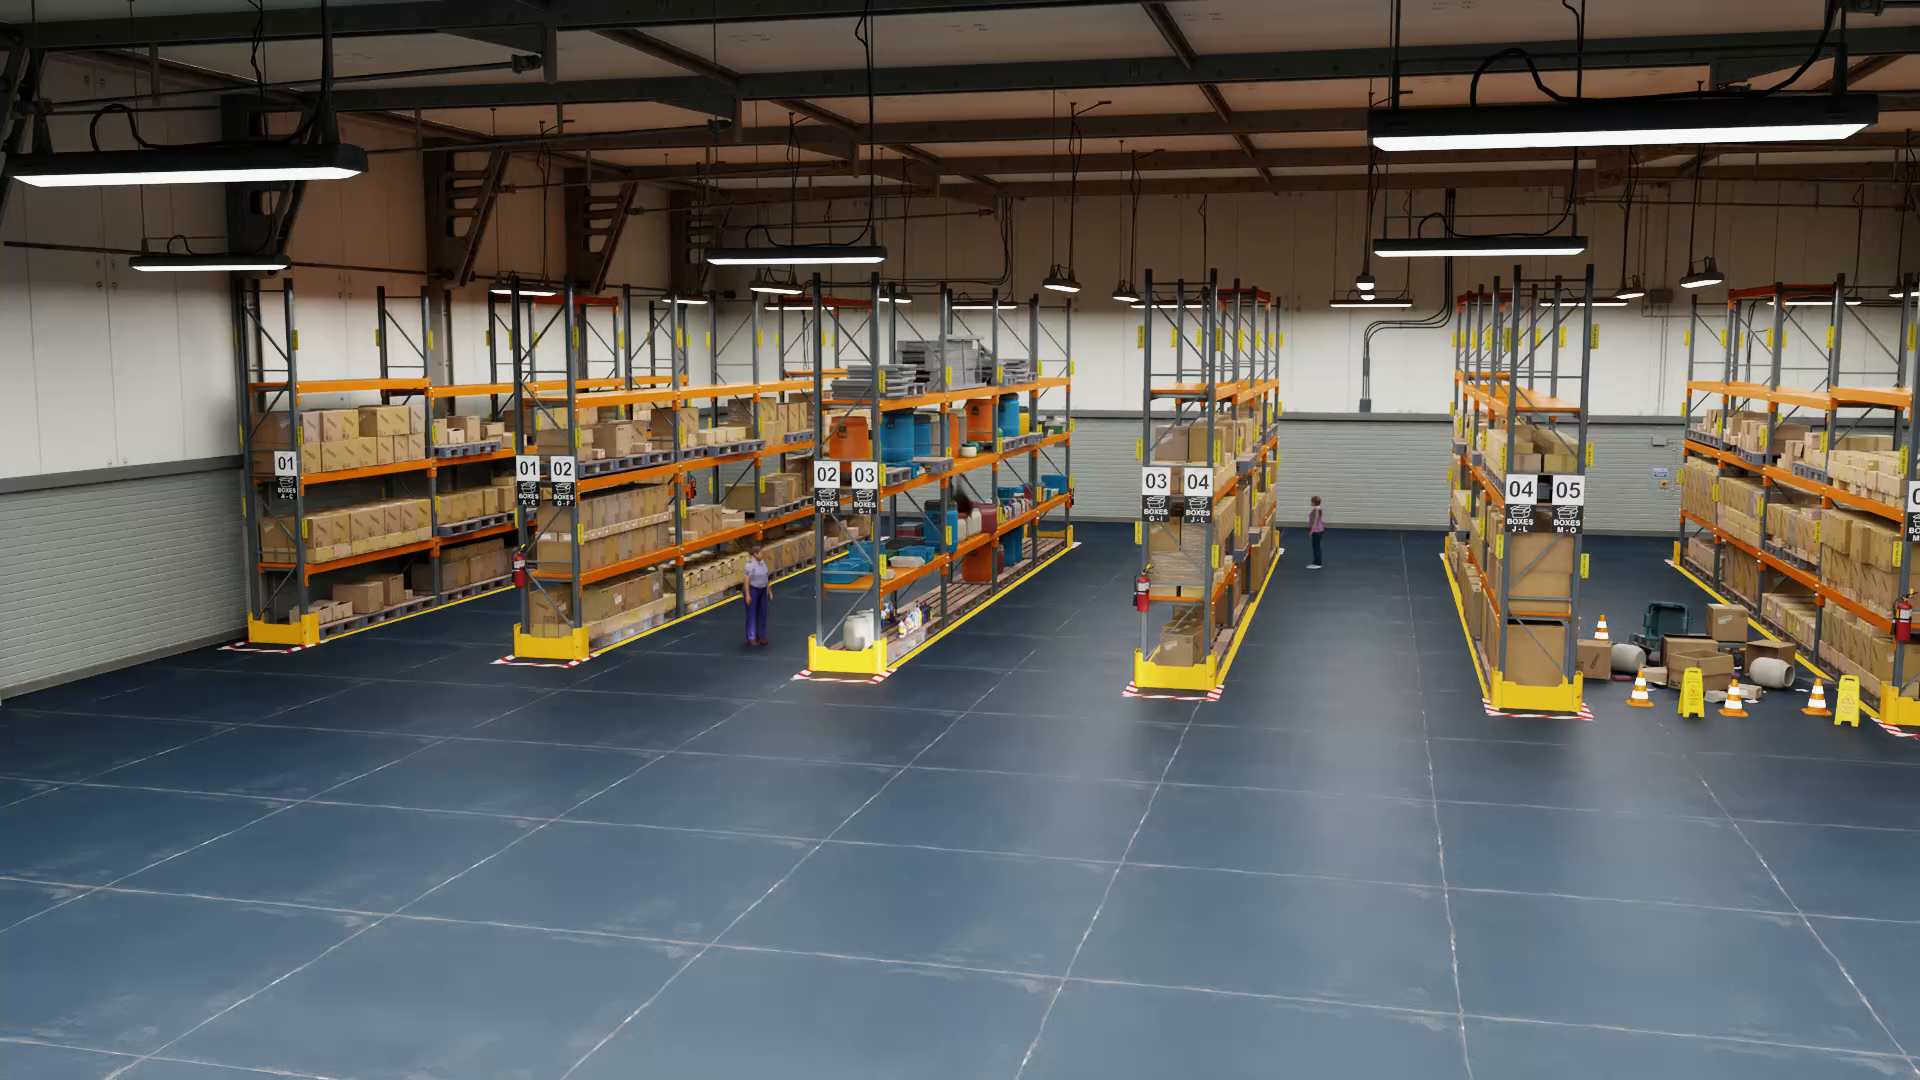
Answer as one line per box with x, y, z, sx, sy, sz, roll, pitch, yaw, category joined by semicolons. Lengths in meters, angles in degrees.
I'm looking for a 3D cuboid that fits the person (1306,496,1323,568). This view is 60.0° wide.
7.793;-0.170;36.491;0.345;1.606;0.422;2;7;14;person

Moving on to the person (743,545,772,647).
-3.361;0.910;27.427;0.385;1.671;0.509;4;8;33;person
